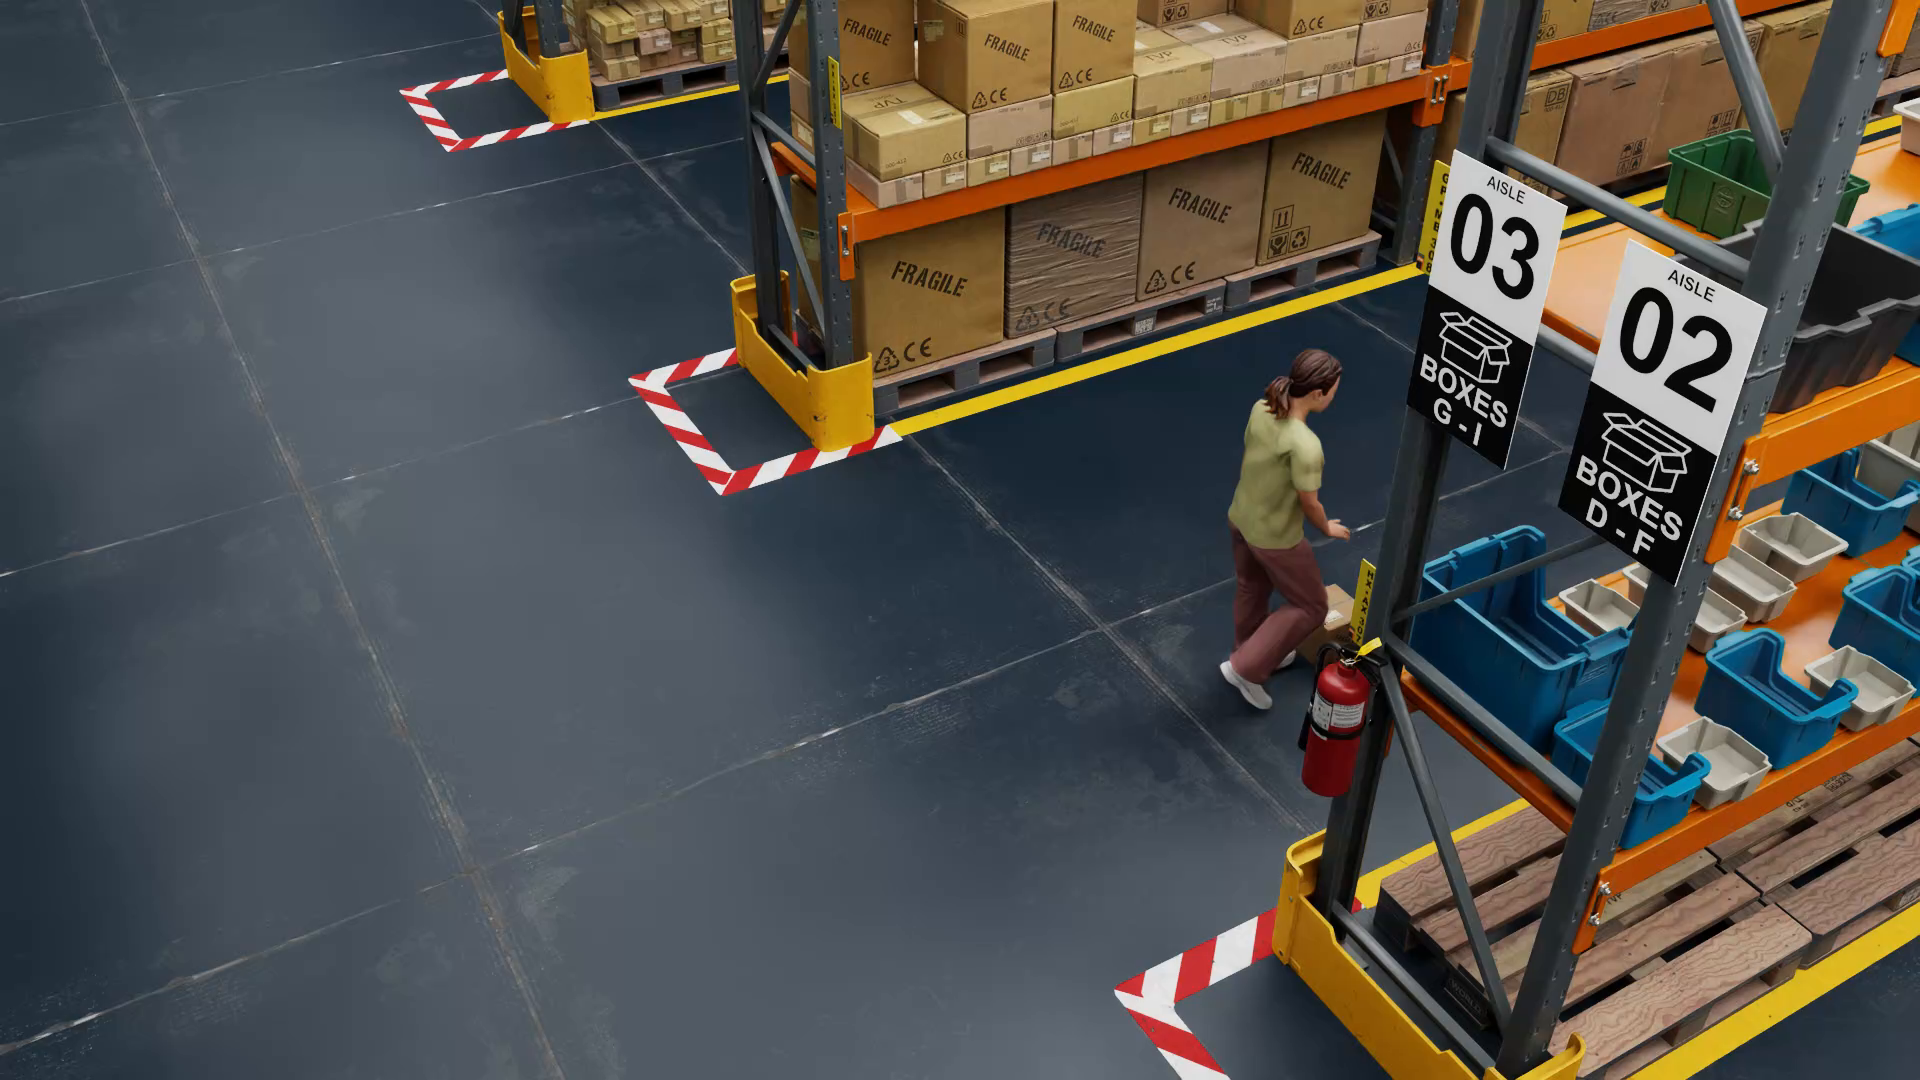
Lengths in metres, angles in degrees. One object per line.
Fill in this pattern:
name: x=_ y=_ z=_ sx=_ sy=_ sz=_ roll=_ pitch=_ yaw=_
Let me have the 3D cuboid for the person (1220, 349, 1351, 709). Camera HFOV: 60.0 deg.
person: x=1.344 y=-0.039 z=6.957 sx=0.510 sy=1.667 sz=0.478 roll=-13 pitch=39 yaw=-17
